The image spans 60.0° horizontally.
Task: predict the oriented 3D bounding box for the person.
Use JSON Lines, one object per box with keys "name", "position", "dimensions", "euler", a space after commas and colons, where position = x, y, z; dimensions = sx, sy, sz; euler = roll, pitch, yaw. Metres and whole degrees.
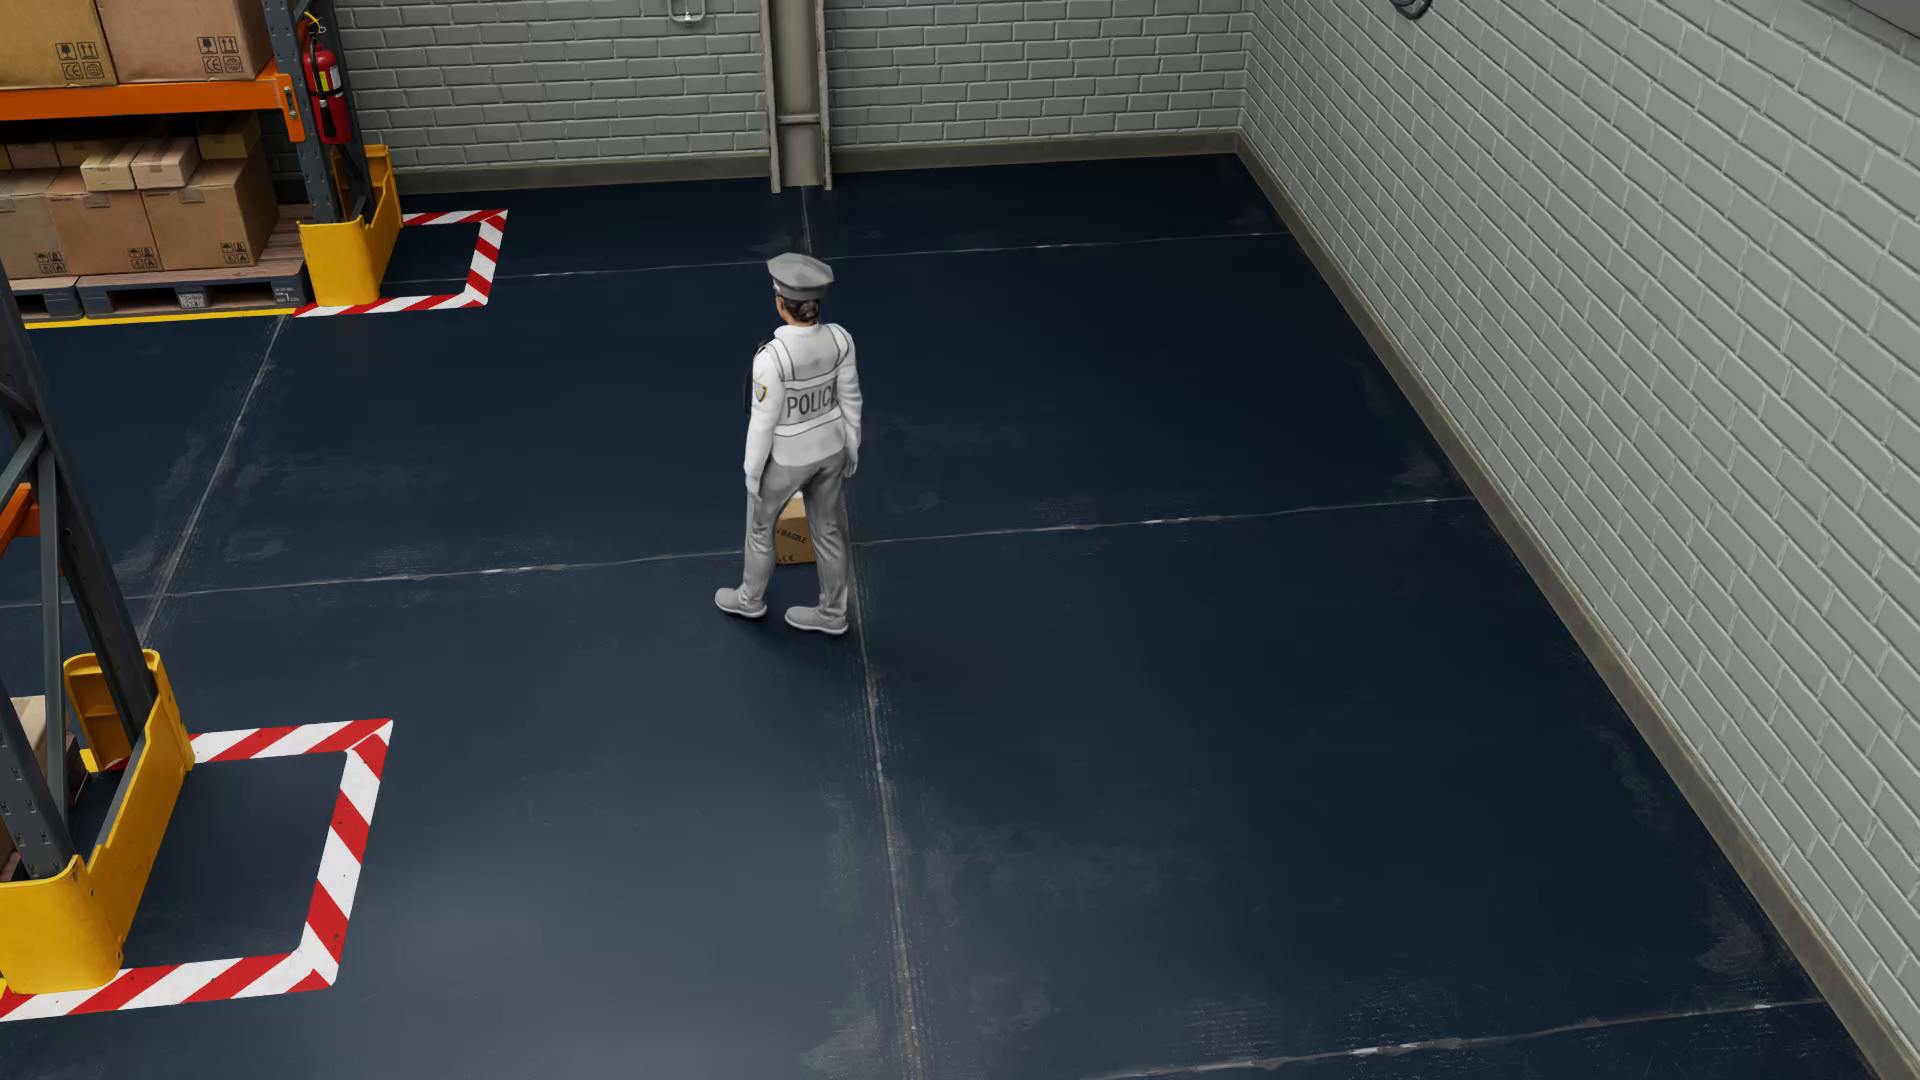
{"name": "person", "position": [-0.716, -0.382, 6.676], "dimensions": [0.512, 1.662, 0.580], "euler": [-27, 43, -33]}
